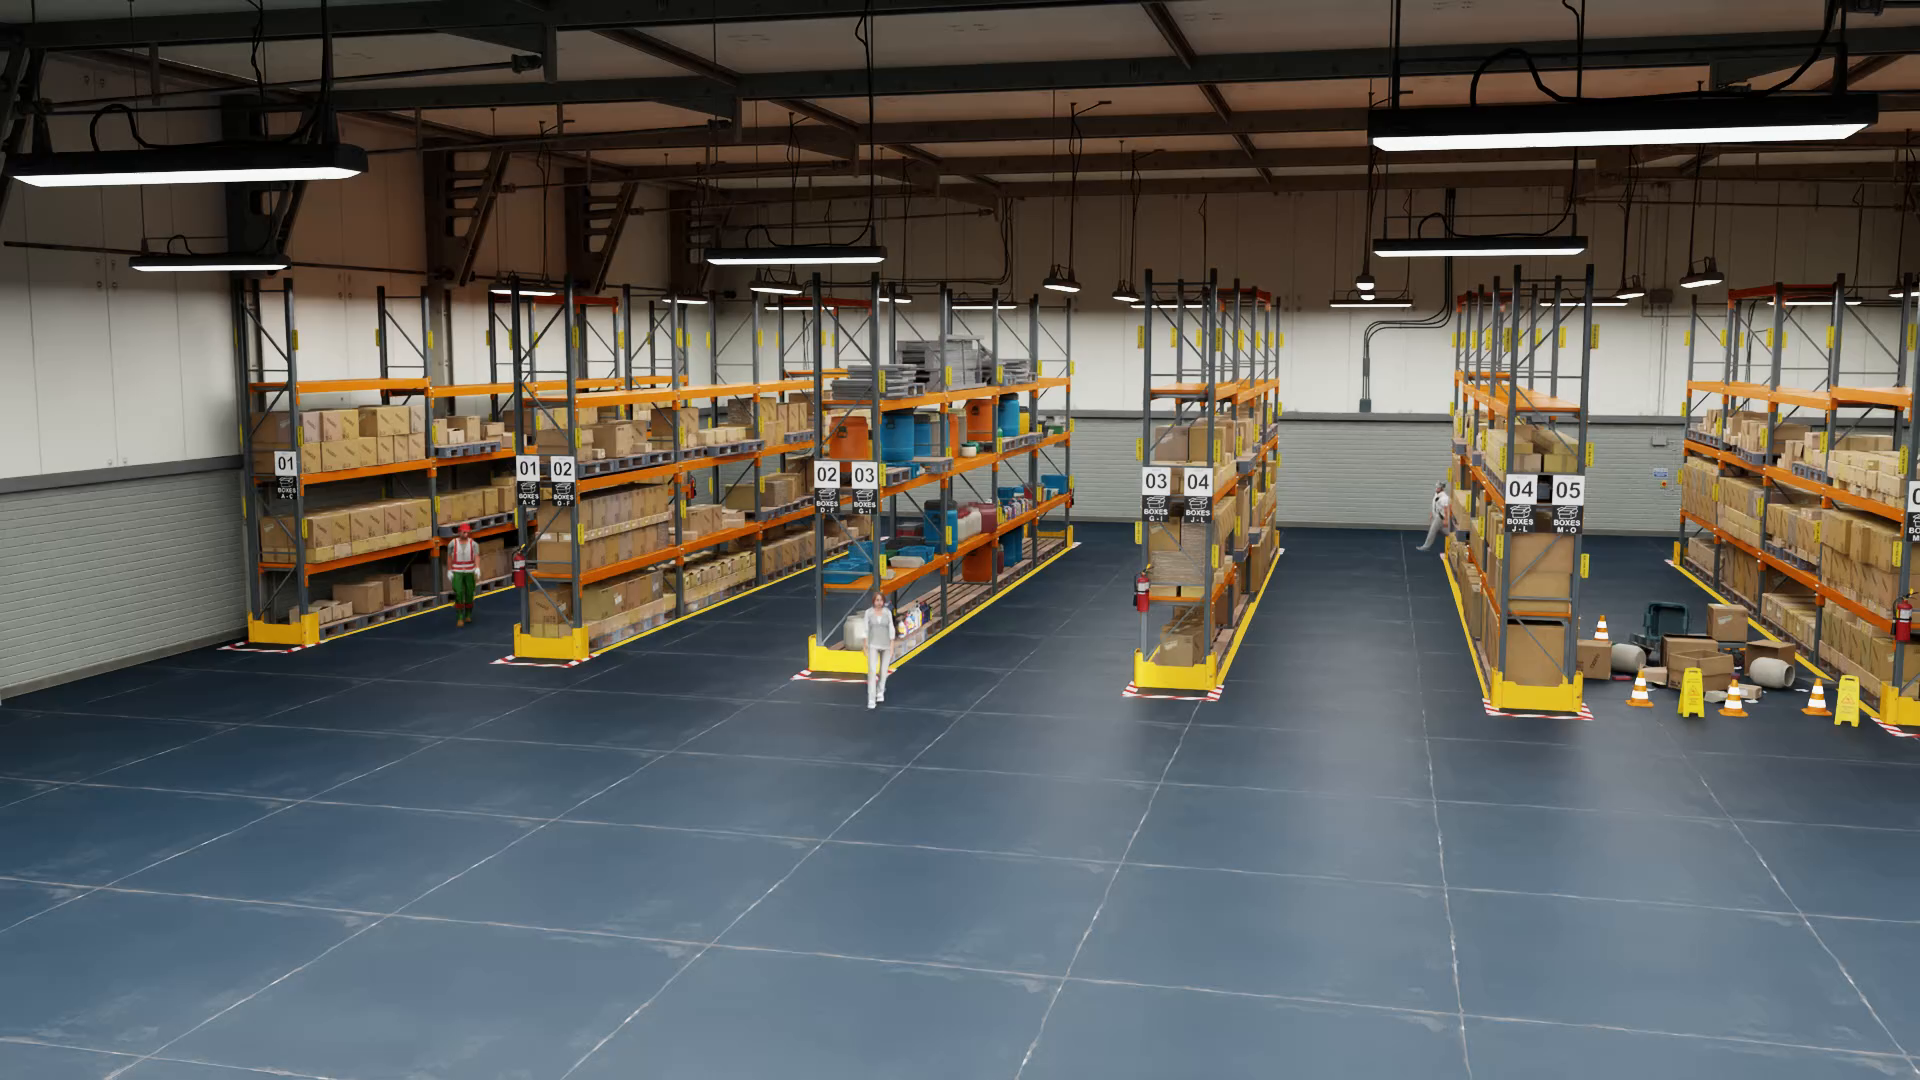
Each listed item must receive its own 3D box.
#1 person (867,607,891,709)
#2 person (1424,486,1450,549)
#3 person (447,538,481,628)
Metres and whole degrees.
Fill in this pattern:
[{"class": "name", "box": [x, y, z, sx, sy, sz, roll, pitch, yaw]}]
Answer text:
[{"class": "person", "box": [-1.127, 1.601, 22.795, 0.428, 1.338, 0.835, -2, 7, -14]}, {"class": "person", "box": [11.429, -0.557, 39.246, 0.891, 1.602, 0.507, 1, 7, 9]}, {"class": "person", "box": [-8.746, 0.733, 29.366, 0.539, 1.545, 0.755, -3, 8, -24]}]
